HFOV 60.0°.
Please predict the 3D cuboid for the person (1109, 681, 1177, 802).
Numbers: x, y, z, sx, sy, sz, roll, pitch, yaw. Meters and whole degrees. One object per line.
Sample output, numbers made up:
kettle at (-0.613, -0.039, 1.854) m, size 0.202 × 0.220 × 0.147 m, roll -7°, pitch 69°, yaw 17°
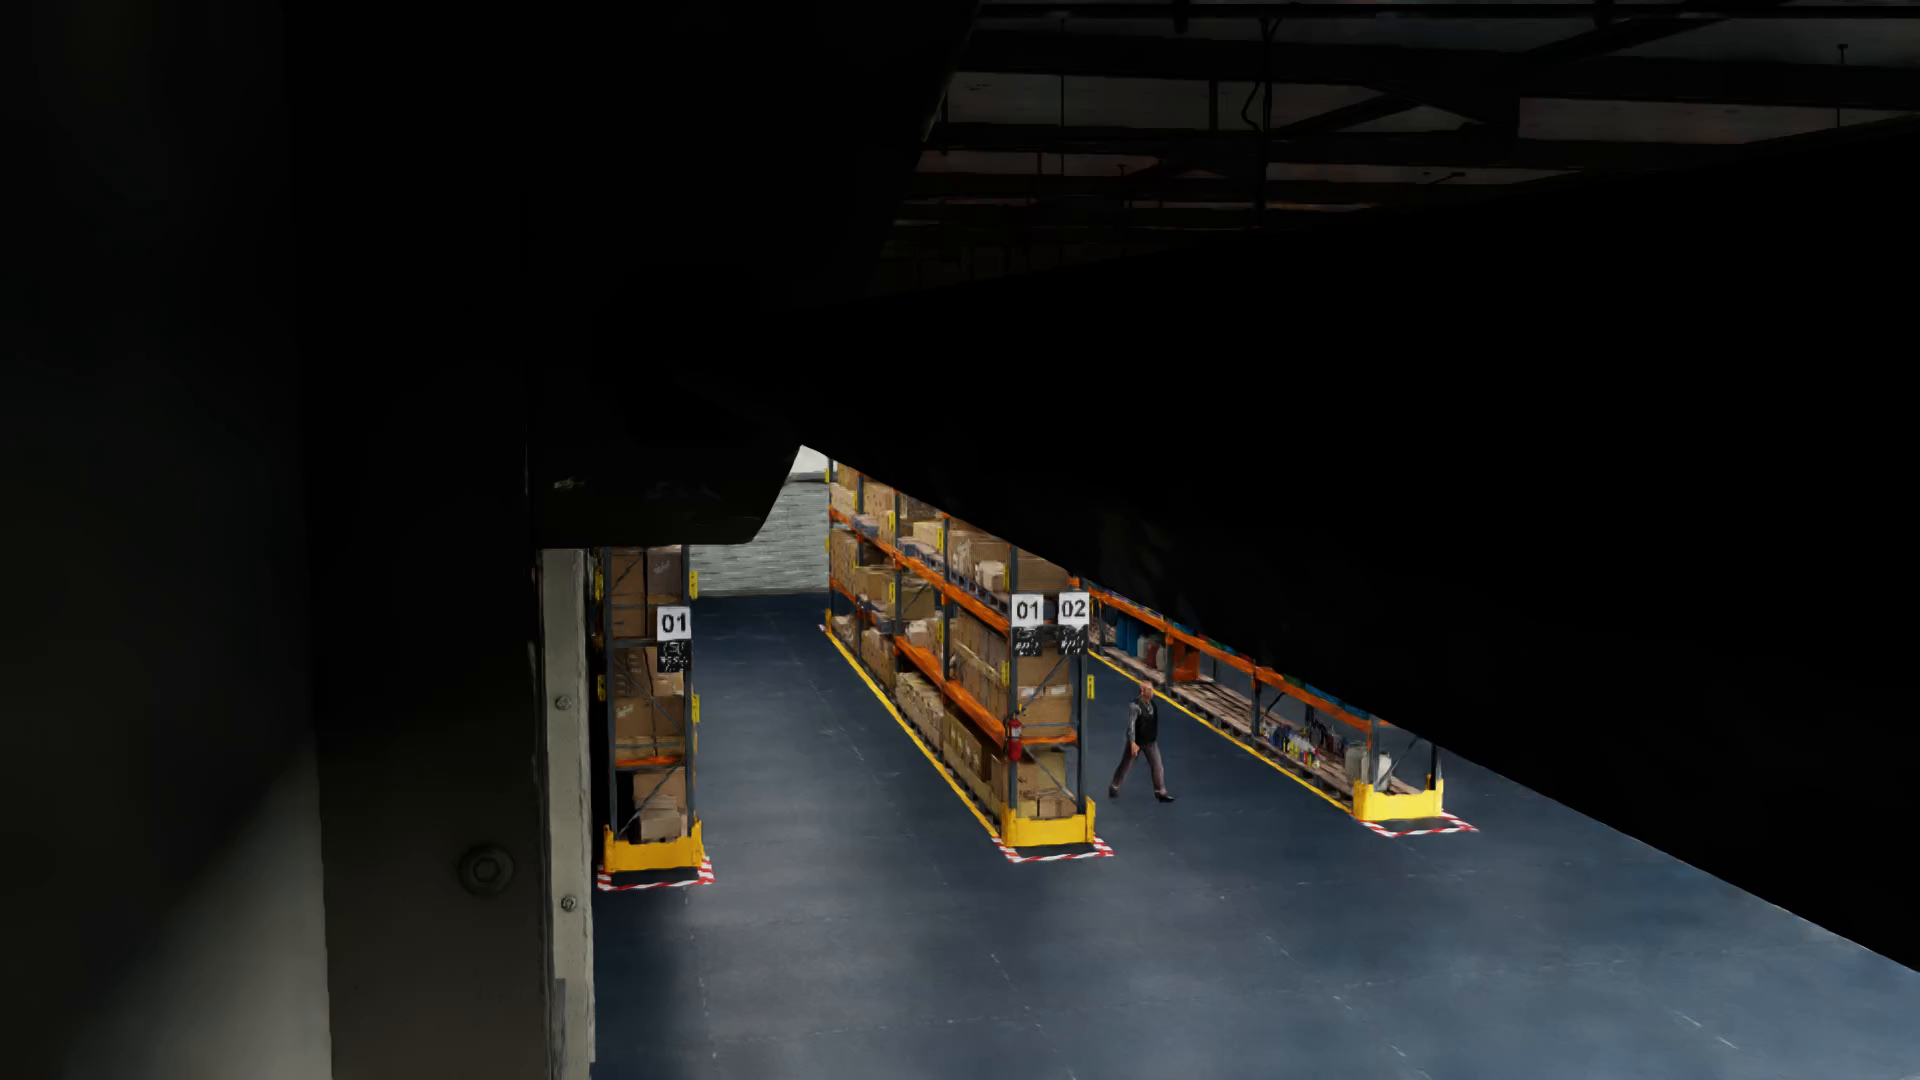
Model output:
person at (2.495, 2.776, 22.932) m, size 0.580 × 1.695 × 0.932 m, roll -6°, pitch 9°, yaw -39°
